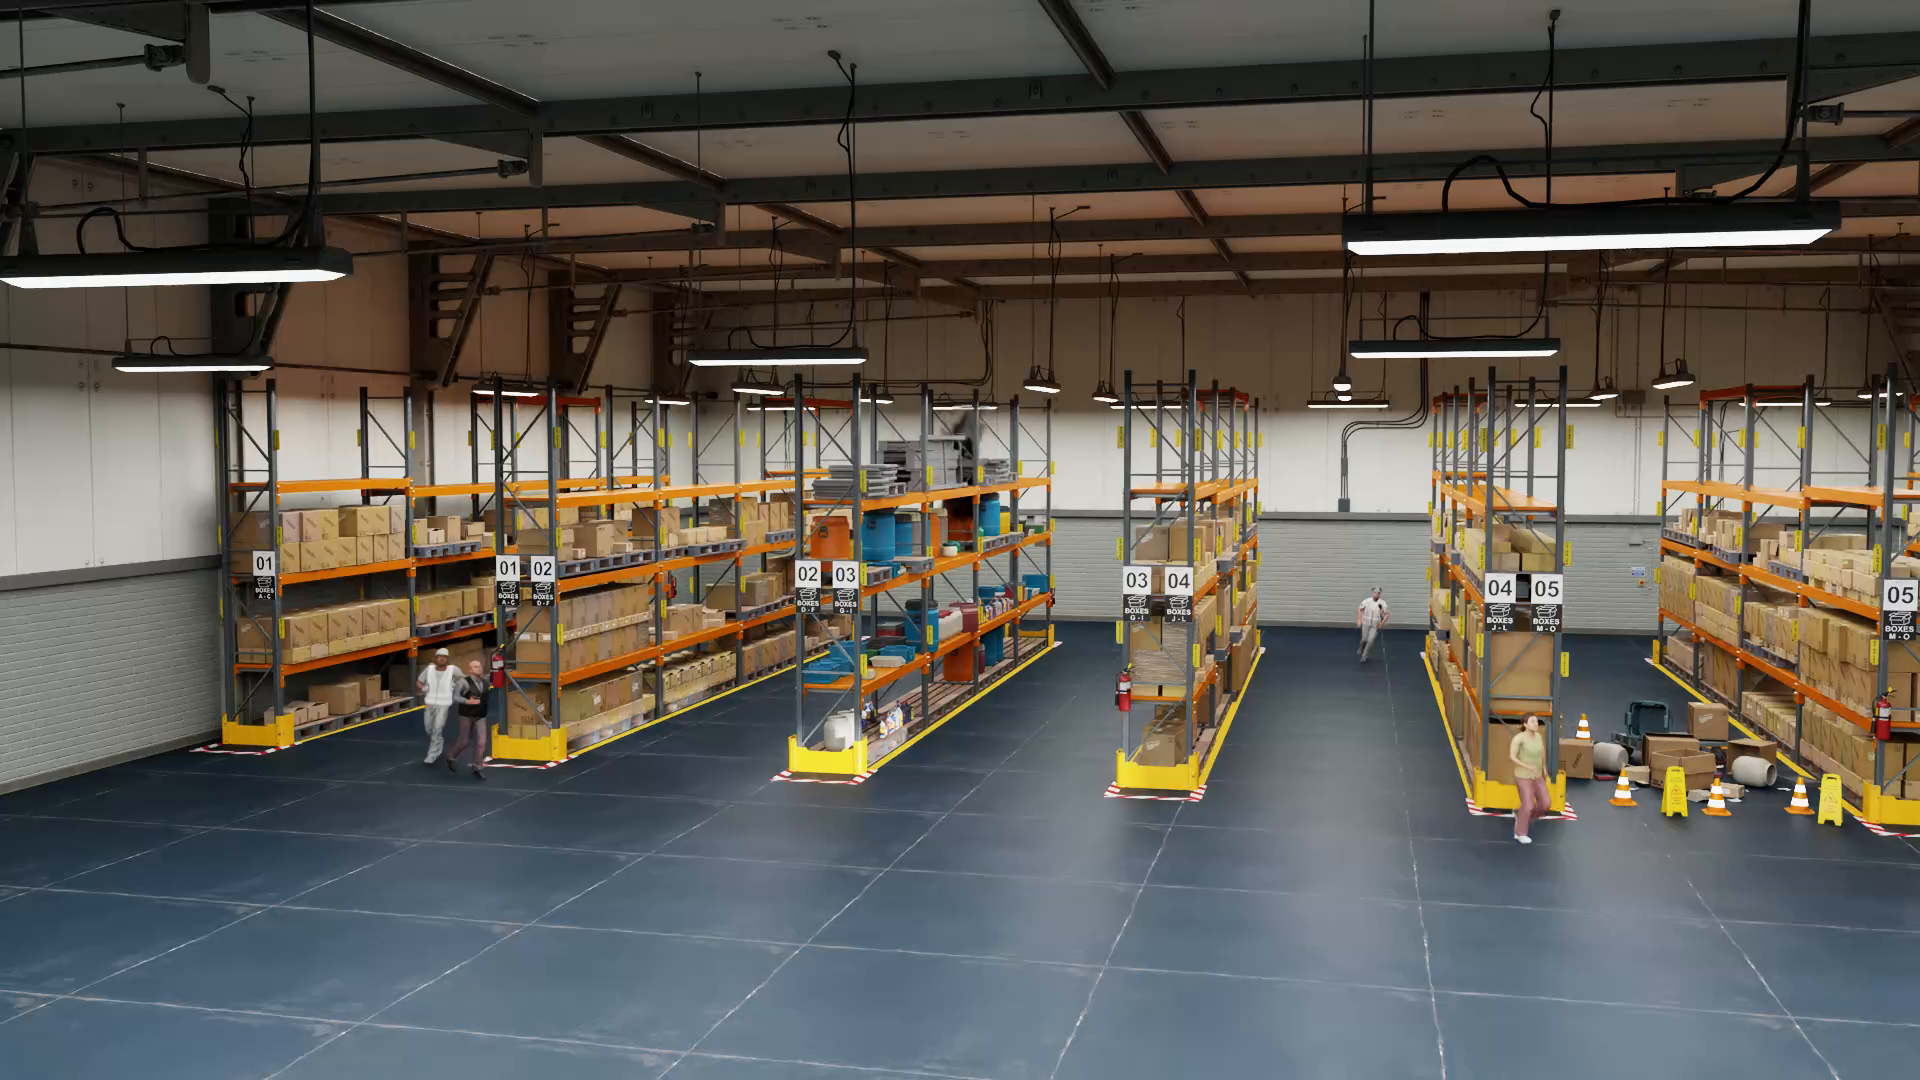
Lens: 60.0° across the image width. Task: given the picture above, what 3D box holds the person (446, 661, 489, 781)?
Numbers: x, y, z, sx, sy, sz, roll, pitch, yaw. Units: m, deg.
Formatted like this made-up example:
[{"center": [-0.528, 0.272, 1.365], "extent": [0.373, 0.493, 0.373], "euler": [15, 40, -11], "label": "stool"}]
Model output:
[{"center": [-7.260, 2.659, 24.769], "extent": [0.669, 1.737, 0.883], "euler": [-3, 5, -45], "label": "person"}]

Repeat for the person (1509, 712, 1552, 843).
[{"center": [7.086, 2.993, 20.644], "extent": [0.616, 1.538, 0.560], "euler": [-1, 4, -23], "label": "person"}]

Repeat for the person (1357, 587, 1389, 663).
[{"center": [9.312, 1.900, 37.503], "extent": [0.689, 1.706, 0.554], "euler": [1, 4, 14], "label": "person"}]

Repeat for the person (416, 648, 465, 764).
[{"center": [-8.105, 2.555, 25.836], "extent": [0.734, 1.747, 0.996], "euler": [0, 3, 2], "label": "person"}]
